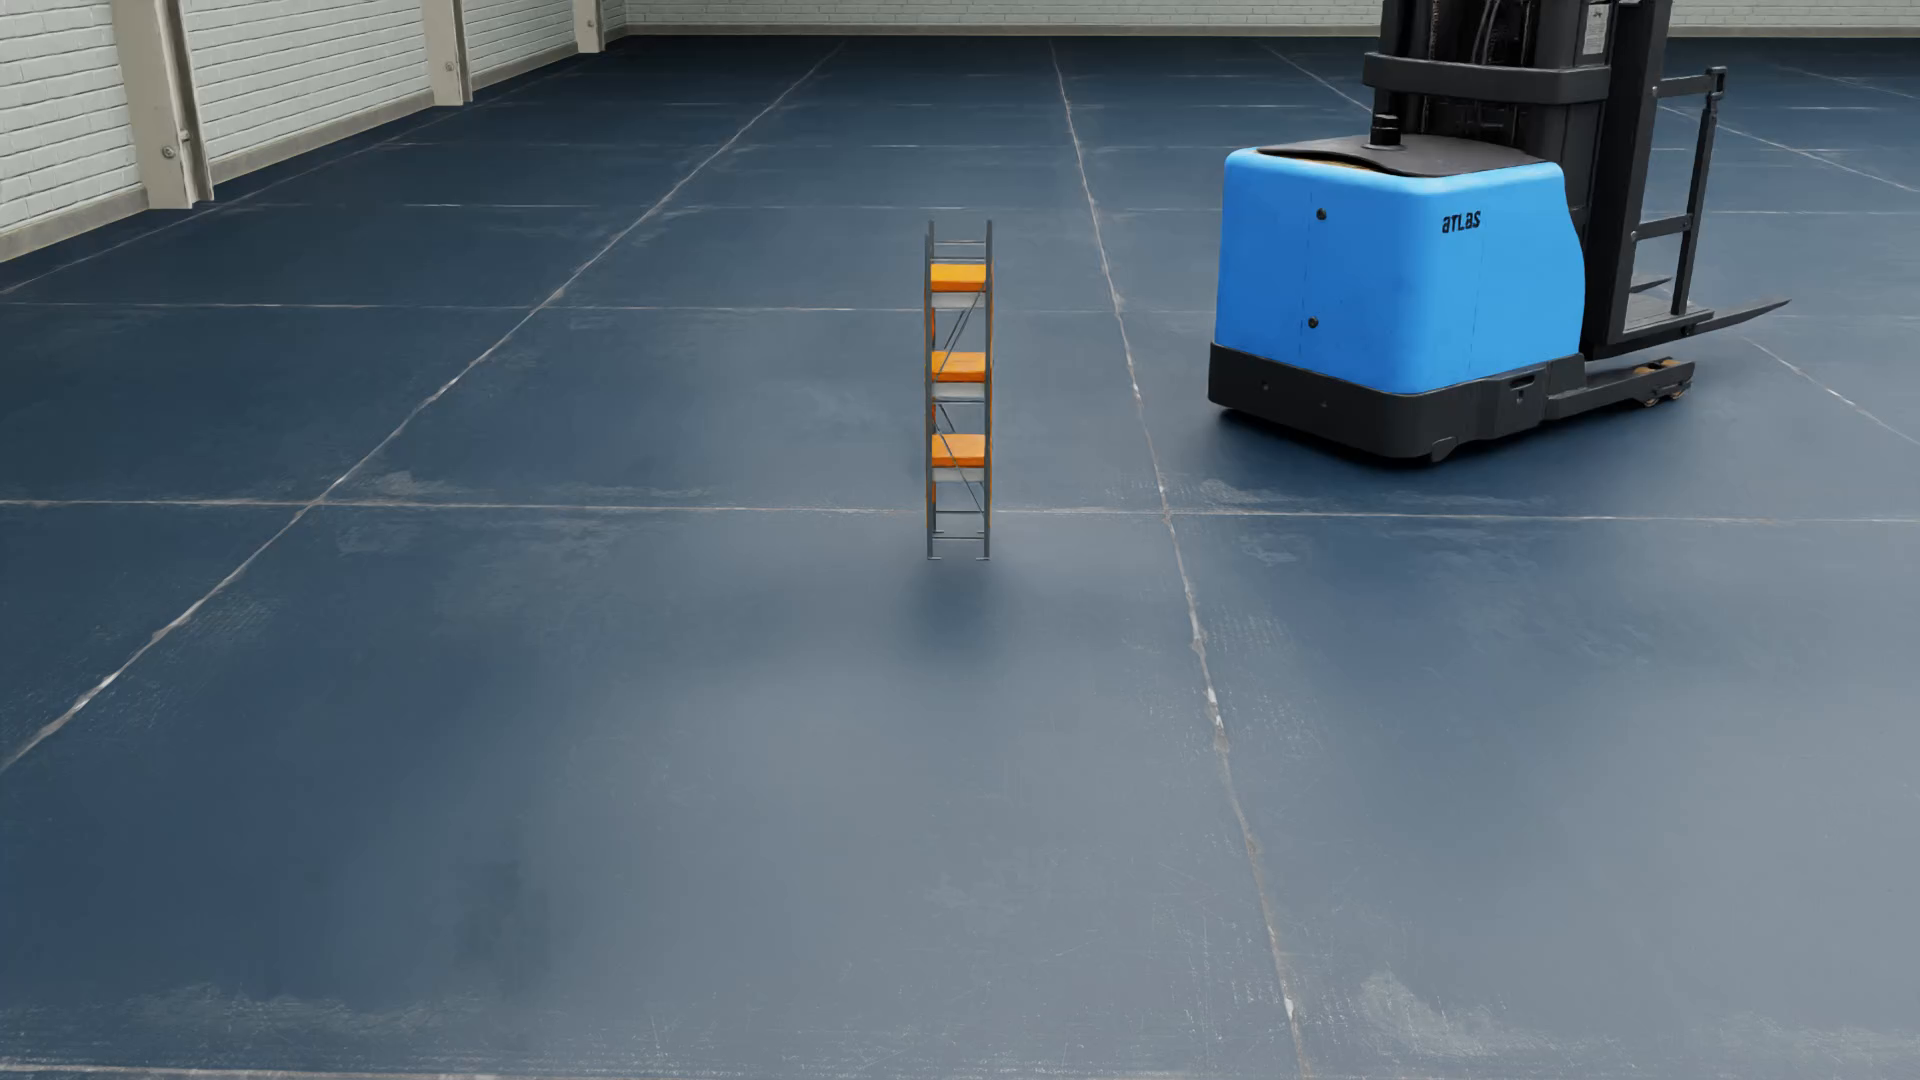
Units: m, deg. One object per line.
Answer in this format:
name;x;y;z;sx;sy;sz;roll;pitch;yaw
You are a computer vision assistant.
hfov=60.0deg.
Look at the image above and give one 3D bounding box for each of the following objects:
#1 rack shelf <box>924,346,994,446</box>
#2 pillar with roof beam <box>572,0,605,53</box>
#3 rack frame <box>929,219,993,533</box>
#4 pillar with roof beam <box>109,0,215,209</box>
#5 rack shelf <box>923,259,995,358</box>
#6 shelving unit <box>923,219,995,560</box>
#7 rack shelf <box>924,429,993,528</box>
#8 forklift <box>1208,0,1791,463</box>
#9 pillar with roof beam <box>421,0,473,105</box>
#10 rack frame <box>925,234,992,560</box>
rack shelf;-0.002;-0.460;5.293;0.215;0.259;0.240;1;21;2
pillar with roof beam;-0.742;-10.819;20.972;9.100;9.000;0.400;1;21;2
rack frame;0.002;-0.514;5.403;0.200;1.050;0.008;1;21;2
pillar with roof beam;-1.107;-6.480;9.790;9.100;9.000;0.400;1;21;2
rack shelf;-0.002;-0.725;5.190;0.215;0.259;0.240;1;21;2
shelving unit;-0.002;-0.470;5.289;0.215;1.050;0.252;1;21;2
rack shelf;-0.002;-0.201;5.394;0.215;0.259;0.240;1;21;2
forklift;2.502;-2.062;6.791;3.031;2.935;1.130;-15;26;-34
pillar with roof beam;-0.924;-8.649;15.381;9.100;9.000;0.400;1;21;2
rack frame;-0.005;-0.426;5.175;0.200;1.050;0.008;1;21;2
